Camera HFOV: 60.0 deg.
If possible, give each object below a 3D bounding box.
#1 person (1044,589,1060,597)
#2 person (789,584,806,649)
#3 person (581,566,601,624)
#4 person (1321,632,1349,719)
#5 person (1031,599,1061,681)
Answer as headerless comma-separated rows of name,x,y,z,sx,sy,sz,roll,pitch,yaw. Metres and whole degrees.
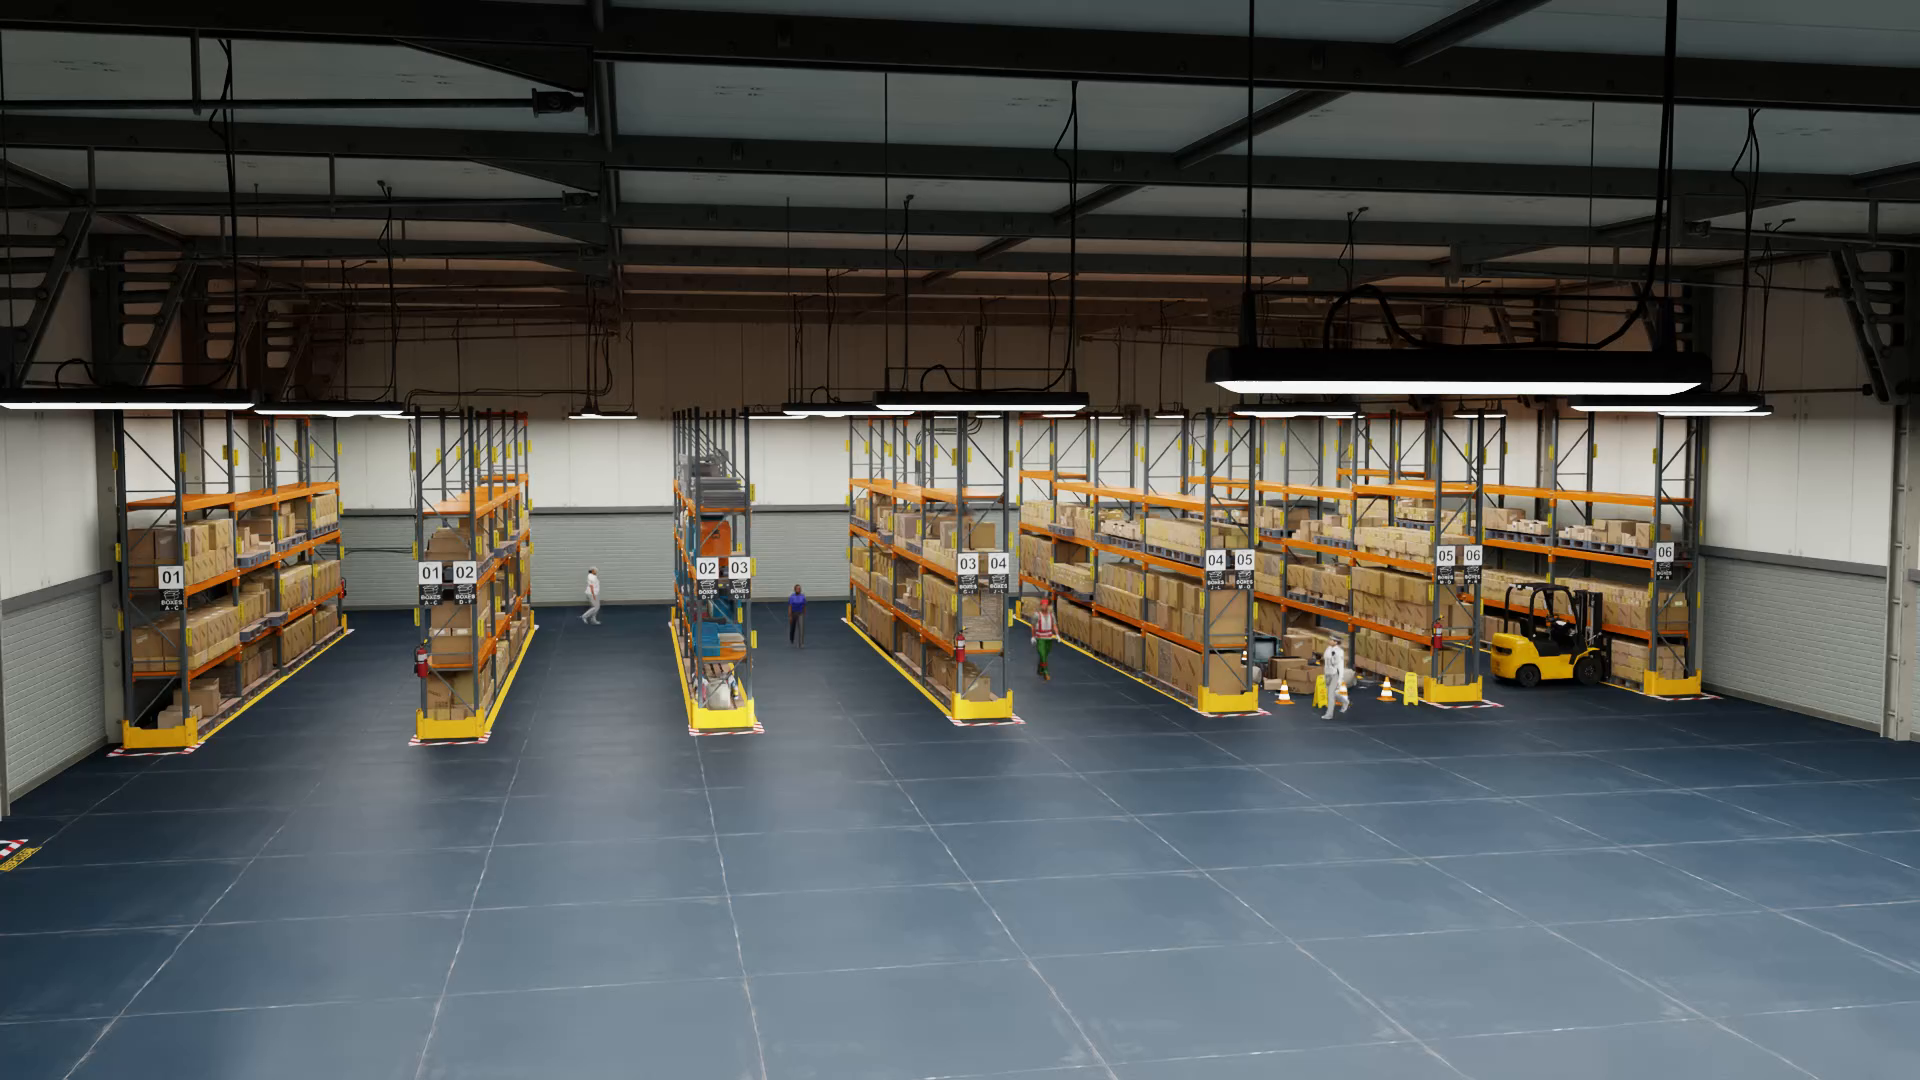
person,2.872,1.102,53.226,0.877,1.646,0.472,-2,4,-25
person,-4.117,1.915,42.035,0.454,1.594,1.045,-1,4,-12
person,-10.391,1.560,46.724,0.639,1.655,0.525,-2,5,-30
person,7.260,2.597,32.095,0.813,1.653,0.497,-3,5,-32
person,1.928,2.196,36.995,0.538,1.749,0.969,-2,4,-24
